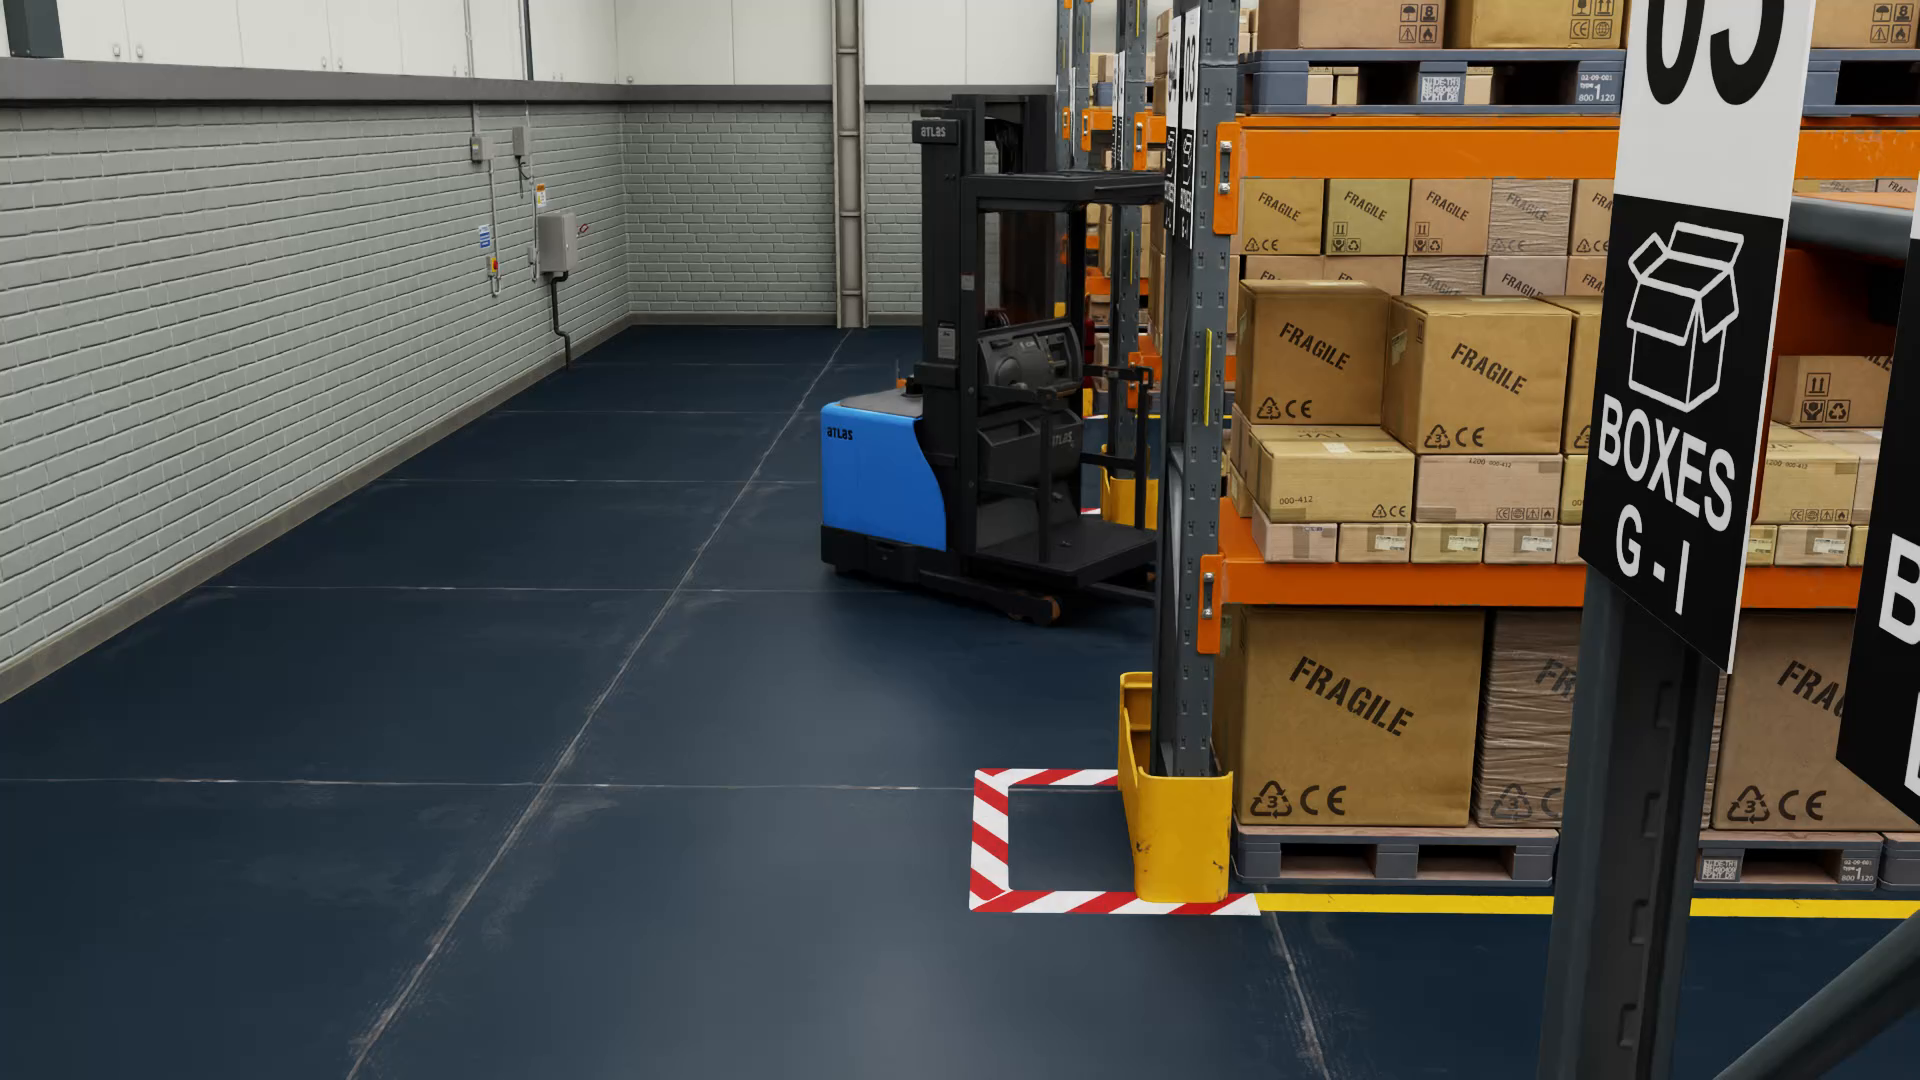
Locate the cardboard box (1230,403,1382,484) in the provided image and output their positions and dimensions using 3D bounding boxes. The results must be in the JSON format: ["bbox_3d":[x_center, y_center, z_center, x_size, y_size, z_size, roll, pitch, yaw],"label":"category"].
[{"bbox_3d":[1.364,-0.380,6.612,0.500,0.250,0.500,0,15,1],"label":"cardboard box"}]

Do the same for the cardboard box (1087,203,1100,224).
[{"bbox_3d":[1.695,-4.037,20.472,0.500,0.250,0.500,0,15,2],"label":"cardboard box"}]

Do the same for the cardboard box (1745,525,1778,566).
[{"bbox_3d":[2.757,-0.027,6.053,0.250,0.149,0.380,0,15,0],"label":"cardboard box"}]

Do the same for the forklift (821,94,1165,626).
[{"bbox_3d":[0.583,-1.081,9.690,3.031,2.935,1.130,12,19,37],"label":"forklift"}]

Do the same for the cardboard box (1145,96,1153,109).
[{"bbox_3d":[2.327,-5.276,20.070,0.250,0.149,0.380,1,15,3],"label":"cardboard box"}]

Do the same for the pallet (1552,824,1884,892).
[{"bbox_3d":[2.890,1.098,6.765,1.213,0.211,1.003,0,15,1],"label":"pallet"}]

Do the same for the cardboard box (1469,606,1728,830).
[{"bbox_3d":[2.424,0.570,6.642,0.875,0.875,0.875,0,15,1],"label":"cardboard box"}]

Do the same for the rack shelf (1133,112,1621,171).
[{"bbox_3d":[3.100,-2.598,10.837,4.000,0.370,1.077,0,15,1],"label":"rack shelf"}]

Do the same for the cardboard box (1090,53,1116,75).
[{"bbox_3d":[1.686,-5.734,20.044,0.500,0.250,0.500,0,15,1],"label":"cardboard box"}]

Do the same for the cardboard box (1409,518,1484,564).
[{"bbox_3d":[1.731,-0.033,6.079,0.250,0.149,0.380,0,15,0],"label":"cardboard box"}]

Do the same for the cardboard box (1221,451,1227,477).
[{"bbox_3d":[1.615,-0.531,11.071,0.250,0.149,0.380,0,15,-1],"label":"cardboard box"}]

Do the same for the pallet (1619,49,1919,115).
[{"bbox_3d":[2.837,-1.642,5.979,1.213,0.211,1.003,0,15,1],"label":"pallet"}]

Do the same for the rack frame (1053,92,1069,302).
[{"bbox_3d":[1.249,-4.037,20.763,0.127,3.000,1.000,0,15,1],"label":"rack frame"}]

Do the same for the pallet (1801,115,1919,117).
[{"bbox_3d":[5.713,-2.811,10.602,1.003,0.211,1.213,0,15,1],"label":"pallet"}]

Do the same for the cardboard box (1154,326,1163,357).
[{"bbox_3d":[1.416,-1.301,10.885,0.250,0.149,0.380,0,15,1],"label":"cardboard box"}]

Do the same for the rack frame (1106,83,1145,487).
[{"bbox_3d":[1.100,-1.509,11.178,0.127,3.000,1.000,0,15,1],"label":"rack frame"}]

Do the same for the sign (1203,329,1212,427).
[{"bbox_3d":[0.852,-0.560,5.729,0.005,0.325,0.100,0,15,1],"label":"sign"}]

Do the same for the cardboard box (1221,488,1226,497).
[{"bbox_3d":[1.880,-0.267,11.238,0.250,0.149,0.380,0,15,1],"label":"cardboard box"}]

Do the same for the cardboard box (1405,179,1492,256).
[{"bbox_3d":[3.076,-2.100,10.682,0.500,0.500,0.500,0,15,0],"label":"cardboard box"}]

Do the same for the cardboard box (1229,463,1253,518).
[{"bbox_3d":[1.237,-0.204,6.727,0.250,0.149,0.380,1,15,2],"label":"cardboard box"}]

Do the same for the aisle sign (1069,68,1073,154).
[{"bbox_3d":[1.062,-4.108,15.935,0.004,0.787,0.394,0,15,1],"label":"aisle sign"}]

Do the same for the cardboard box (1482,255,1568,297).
[{"bbox_3d":[3.592,-1.613,10.795,0.500,0.500,0.500,0,15,1],"label":"cardboard box"}]

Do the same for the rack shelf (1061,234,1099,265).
[{"bbox_3d":[3.248,-3.677,20.805,4.000,0.370,1.077,0,15,1],"label":"rack shelf"}]

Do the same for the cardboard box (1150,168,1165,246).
[{"bbox_3d":[1.564,-2.245,11.229,0.500,0.500,0.500,0,15,0],"label":"cardboard box"}]

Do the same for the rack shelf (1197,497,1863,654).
[{"bbox_3d":[2.872,0.117,6.428,4.000,0.370,1.077,0,15,1],"label":"rack shelf"}]

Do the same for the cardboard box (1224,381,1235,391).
[{"bbox_3d":[2.703,-1.753,16.304,0.875,0.438,0.875,1,15,3],"label":"cardboard box"}]

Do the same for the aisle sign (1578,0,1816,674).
[{"bbox_3d":[0.682,-0.313,1.552,0.004,0.787,0.394,0,15,1],"label":"aisle sign"}]

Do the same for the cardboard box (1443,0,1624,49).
[{"bbox_3d":[1.953,-1.970,5.833,0.500,0.500,0.700,0,15,-1],"label":"cardboard box"}]

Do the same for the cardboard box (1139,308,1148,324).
[{"bbox_3d":[2.281,-2.821,20.918,0.250,0.149,0.380,0,15,-1],"label":"cardboard box"}]

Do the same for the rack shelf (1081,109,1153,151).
[{"bbox_3d":[3.125,-3.861,15.625,4.000,0.370,1.077,0,15,1],"label":"rack shelf"}]

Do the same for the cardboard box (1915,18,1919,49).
[{"bbox_3d":[3.550,-1.963,5.804,0.500,0.500,0.700,1,15,4],"label":"cardboard box"}]

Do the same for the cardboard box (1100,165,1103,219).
[{"bbox_3d":[1.614,-3.361,16.043,0.500,0.500,0.500,1,15,3],"label":"cardboard box"}]

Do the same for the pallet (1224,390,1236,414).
[{"bbox_3d":[3.143,-1.429,16.344,1.213,0.211,1.003,0,15,1],"label":"pallet"}]

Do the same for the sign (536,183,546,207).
[{"bbox_3d":[-4.521,-3.724,17.955,0.001,0.242,0.339,0,15,1],"label":"sign"}]

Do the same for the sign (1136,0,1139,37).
[{"bbox_3d":[1.086,-3.243,10.159,0.005,0.325,0.100,0,15,1],"label":"sign"}]

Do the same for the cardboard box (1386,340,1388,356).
[{"bbox_3d":[2.718,-1.311,10.922,0.250,0.149,0.380,0,15,0],"label":"cardboard box"}]

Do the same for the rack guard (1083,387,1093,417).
[{"bbox_3d":[1.102,-1.563,16.284,0.348,0.500,1.175,0,15,1],"label":"rack guard"}]

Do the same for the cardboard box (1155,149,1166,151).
[{"bbox_3d":[2.004,-3.690,16.018,0.250,0.149,0.380,0,15,1],"label":"cardboard box"}]

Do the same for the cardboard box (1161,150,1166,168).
[{"bbox_3d":[1.994,-3.530,15.411,0.250,0.149,0.380,1,15,3],"label":"cardboard box"}]

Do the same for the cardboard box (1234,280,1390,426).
[{"bbox_3d":[1.366,-0.742,6.513,0.500,0.500,0.500,1,15,2],"label":"cardboard box"}]

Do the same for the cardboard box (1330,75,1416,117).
[{"bbox_3d":[2.584,-2.814,10.539,0.500,0.250,0.500,0,15,0],"label":"cardboard box"}]

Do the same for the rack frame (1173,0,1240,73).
[{"bbox_3d":[0.872,-3.145,5.621,0.127,3.000,1.000,0,15,1],"label":"rack frame"}]

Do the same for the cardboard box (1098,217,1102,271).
[{"bbox_3d":[1.615,-2.884,16.196,0.500,0.500,0.500,0,15,2],"label":"cardboard box"}]

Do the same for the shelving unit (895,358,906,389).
[{"bbox_3d":[-0.181,-0.630,11.319,0.503,1.200,0.258,1,7,3],"label":"shelving unit"}]

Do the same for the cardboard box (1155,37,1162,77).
[{"bbox_3d":[1.567,-3.190,10.985,0.500,0.250,0.500,0,15,0],"label":"cardboard box"}]

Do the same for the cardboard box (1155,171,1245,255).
[{"bbox_3d":[1.542,-2.114,10.732,0.500,0.500,0.500,0,15,1],"label":"cardboard box"}]

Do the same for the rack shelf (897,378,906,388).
[{"bbox_3d":[-0.178,-1.020,11.273,0.480,0.148,0.258,1,7,3],"label":"rack shelf"}]

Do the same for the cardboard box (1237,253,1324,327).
[{"bbox_3d":[2.078,-1.630,10.860,0.500,0.500,0.500,0,15,2],"label":"cardboard box"}]

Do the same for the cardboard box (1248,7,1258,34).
[{"bbox_3d":[1.942,-3.234,10.371,0.250,0.149,0.380,0,15,1],"label":"cardboard box"}]

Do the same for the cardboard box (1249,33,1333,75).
[{"bbox_3d":[2.054,-3.056,10.476,0.500,0.250,0.500,0,15,1],"label":"cardboard box"}]

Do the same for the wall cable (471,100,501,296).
[{"bbox_3d":[-4.512,-3.309,15.948,0.123,1.953,0.585,0,15,1],"label":"wall cable"}]

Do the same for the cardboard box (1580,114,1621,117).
[{"bbox_3d":[4.103,-2.801,10.490,0.500,0.250,0.500,0,15,1],"label":"cardboard box"}]

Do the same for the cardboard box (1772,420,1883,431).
[{"bbox_3d":[3.393,-0.366,6.558,0.500,0.250,0.500,1,15,3],"label":"cardboard box"}]

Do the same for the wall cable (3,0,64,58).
[{"bbox_3d":[-4.692,-5.616,8.681,0.120,5.999,2.277,0,15,1],"label":"wall cable"}]

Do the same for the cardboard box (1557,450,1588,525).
[{"bbox_3d":[2.367,-0.238,6.072,0.500,0.250,0.500,0,15,0],"label":"cardboard box"}]

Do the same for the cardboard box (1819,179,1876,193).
[{"bbox_3d":[8.086,-3.189,15.392,0.500,0.500,0.500,1,15,2],"label":"cardboard box"}]

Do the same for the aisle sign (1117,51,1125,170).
[{"bbox_3d":[1.020,-2.689,10.558,0.004,0.787,0.394,0,15,1],"label":"aisle sign"}]

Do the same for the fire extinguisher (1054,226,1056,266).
[{"bbox_3d":[1.090,-3.703,20.377,0.183,0.674,0.296,0,15,1],"label":"fire extinguisher"}]
